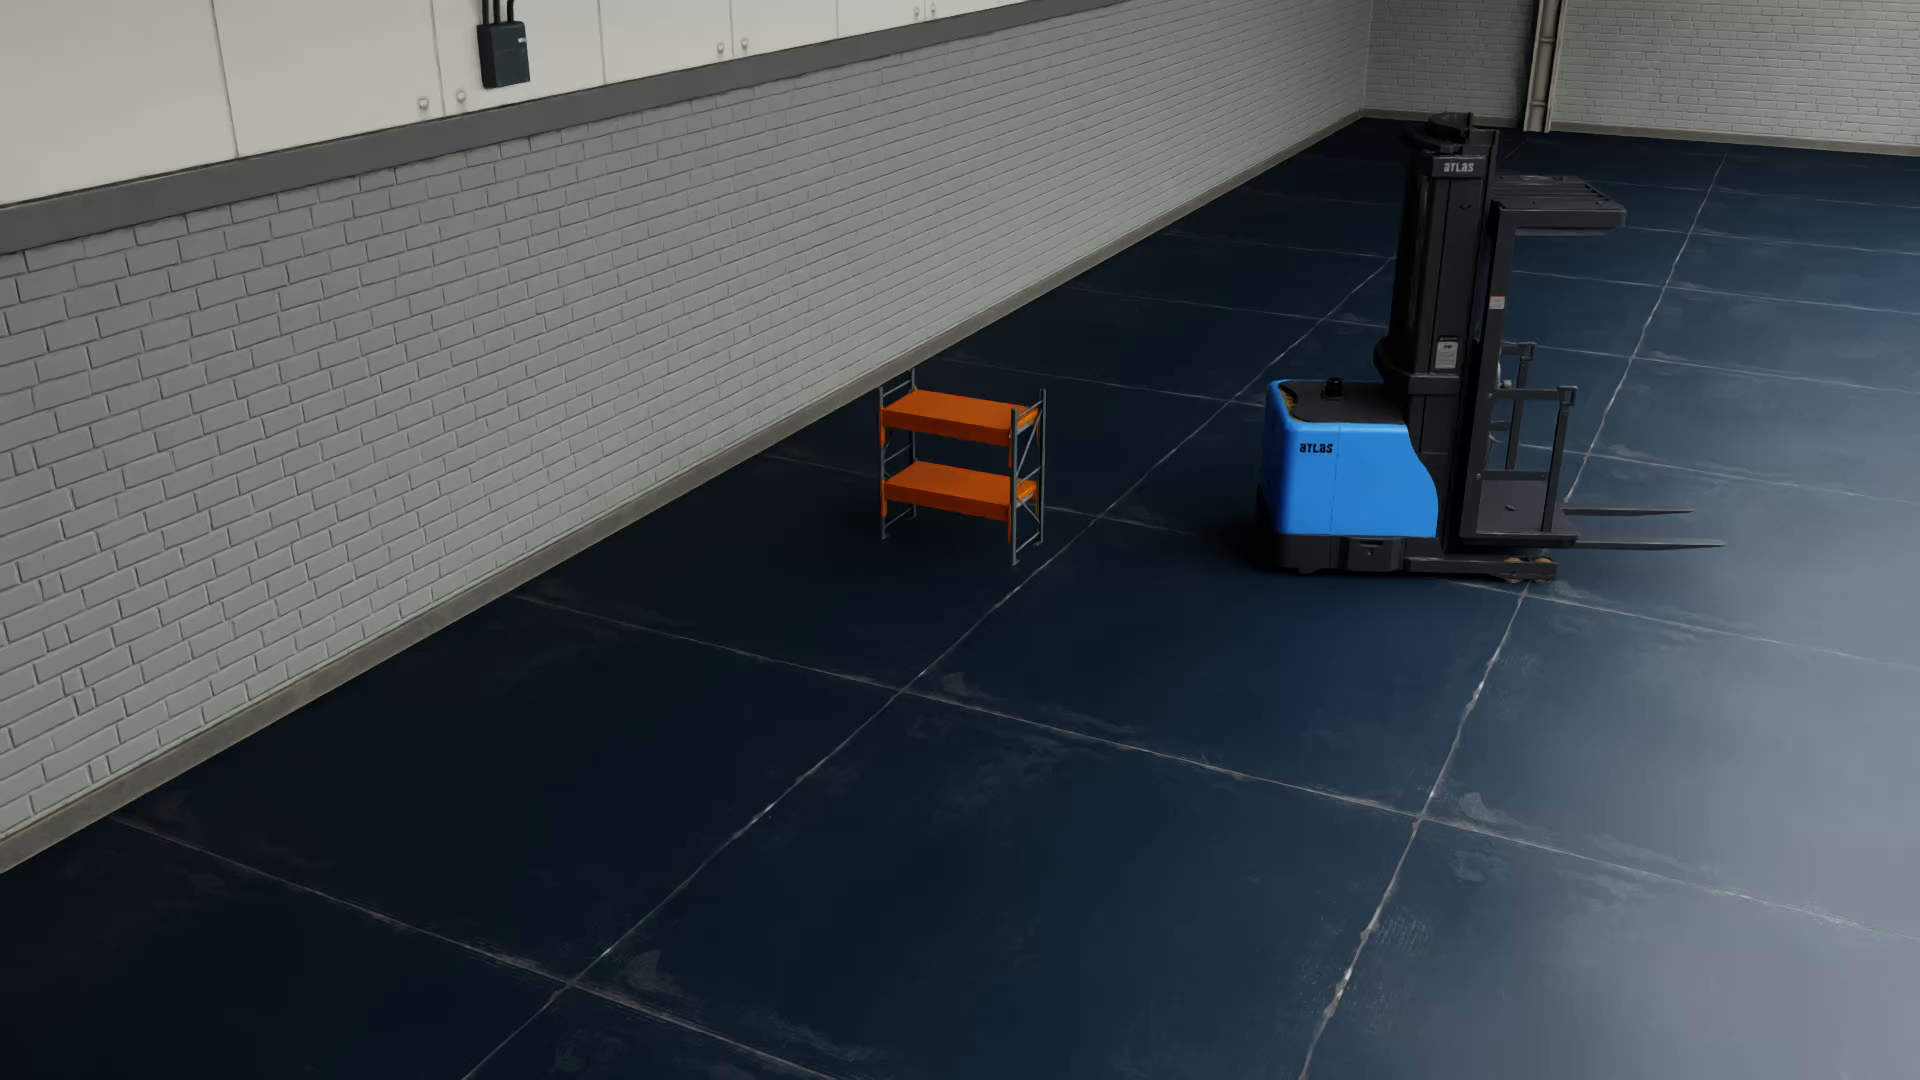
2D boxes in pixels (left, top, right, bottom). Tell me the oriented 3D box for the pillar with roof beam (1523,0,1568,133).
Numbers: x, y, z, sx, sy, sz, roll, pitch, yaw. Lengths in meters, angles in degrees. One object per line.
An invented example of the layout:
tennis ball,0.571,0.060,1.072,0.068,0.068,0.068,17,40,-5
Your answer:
pillar with roof beam,7.730,-9.506,22.605,0.400,9.000,9.100,11,25,25

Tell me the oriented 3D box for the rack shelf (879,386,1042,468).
rack shelf,0.006,-0.786,11.413,1.000,0.278,0.538,11,25,25

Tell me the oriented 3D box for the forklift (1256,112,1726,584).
forklift,3.625,-1.274,10.999,3.031,2.935,1.130,1,23,3

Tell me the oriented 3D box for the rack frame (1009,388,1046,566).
rack frame,0.460,-0.427,11.316,0.032,1.125,0.500,11,25,25

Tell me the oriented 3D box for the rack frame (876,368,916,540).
rack frame,-0.448,-0.606,11.738,0.032,1.125,0.500,11,25,25

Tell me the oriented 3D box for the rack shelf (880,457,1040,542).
rack shelf,0.006,-0.291,11.623,1.000,0.278,0.538,11,25,25

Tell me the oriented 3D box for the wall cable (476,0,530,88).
wall cable,-2.275,-5.868,9.705,0.169,6.003,2.305,11,25,25

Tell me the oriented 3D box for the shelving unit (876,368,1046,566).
shelving unit,0.006,-0.516,11.527,1.048,1.125,0.538,11,25,25
